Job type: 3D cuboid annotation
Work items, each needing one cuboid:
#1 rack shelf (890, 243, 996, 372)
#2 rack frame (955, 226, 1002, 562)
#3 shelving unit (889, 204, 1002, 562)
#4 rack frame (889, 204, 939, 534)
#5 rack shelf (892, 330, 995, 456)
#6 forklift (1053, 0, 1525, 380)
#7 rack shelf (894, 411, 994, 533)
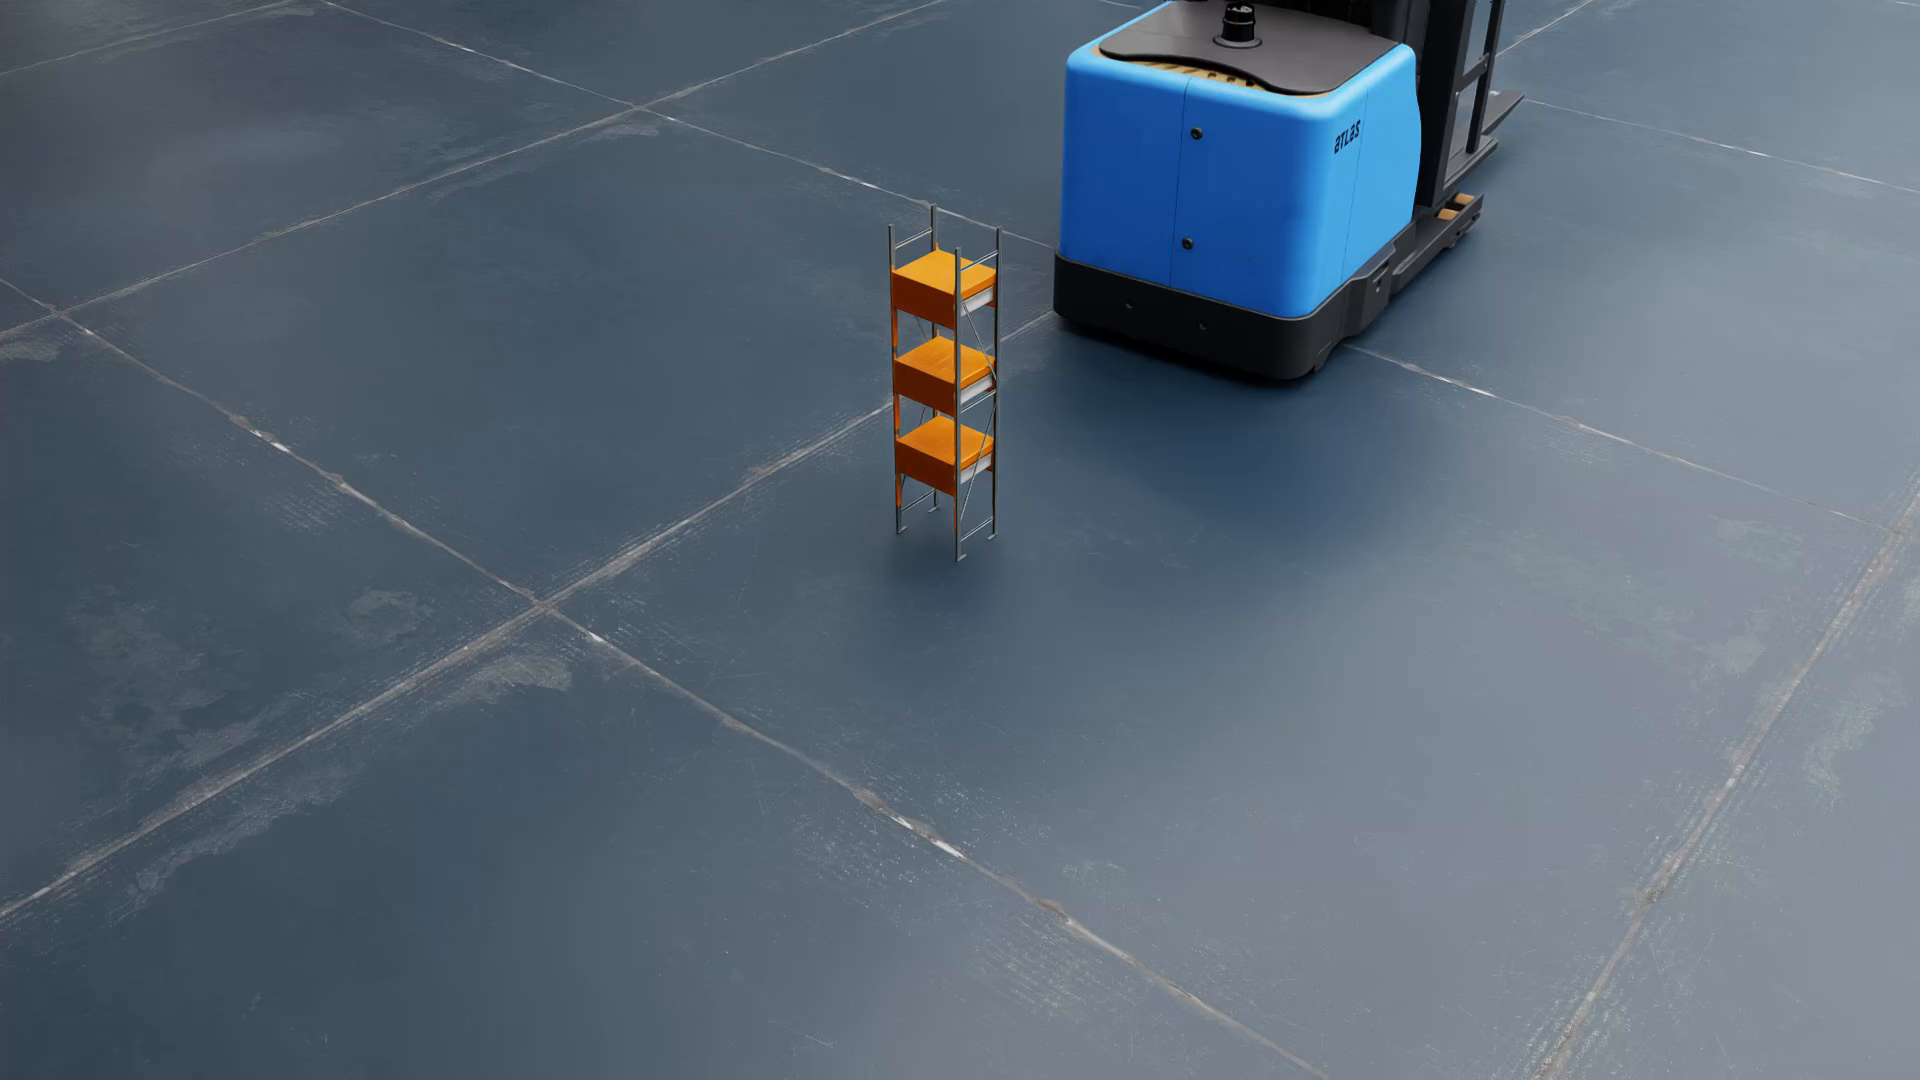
[{"bbox_3d":[-0.041,-0.677,4.826,0.240,0.259,0.215,25,42,32],"label":"rack shelf"},{"bbox_3d":[0.053,-0.408,4.917,0.008,1.050,0.200,25,42,32],"label":"rack frame"},{"bbox_3d":[-0.041,-0.452,4.981,0.252,1.050,0.215,25,42,32],"label":"shelving unit"},{"bbox_3d":[-0.135,-0.496,5.045,0.008,1.050,0.200,25,42,32],"label":"rack frame"},{"bbox_3d":[-0.041,-0.443,4.987,0.240,0.259,0.215,25,42,32],"label":"rack shelf"},{"bbox_3d":[1.596,-2.577,6.414,1.130,2.935,3.031,21,40,27],"label":"forklift"},{"bbox_3d":[-0.041,-0.214,5.144,0.240,0.259,0.215,25,42,32],"label":"rack shelf"}]
